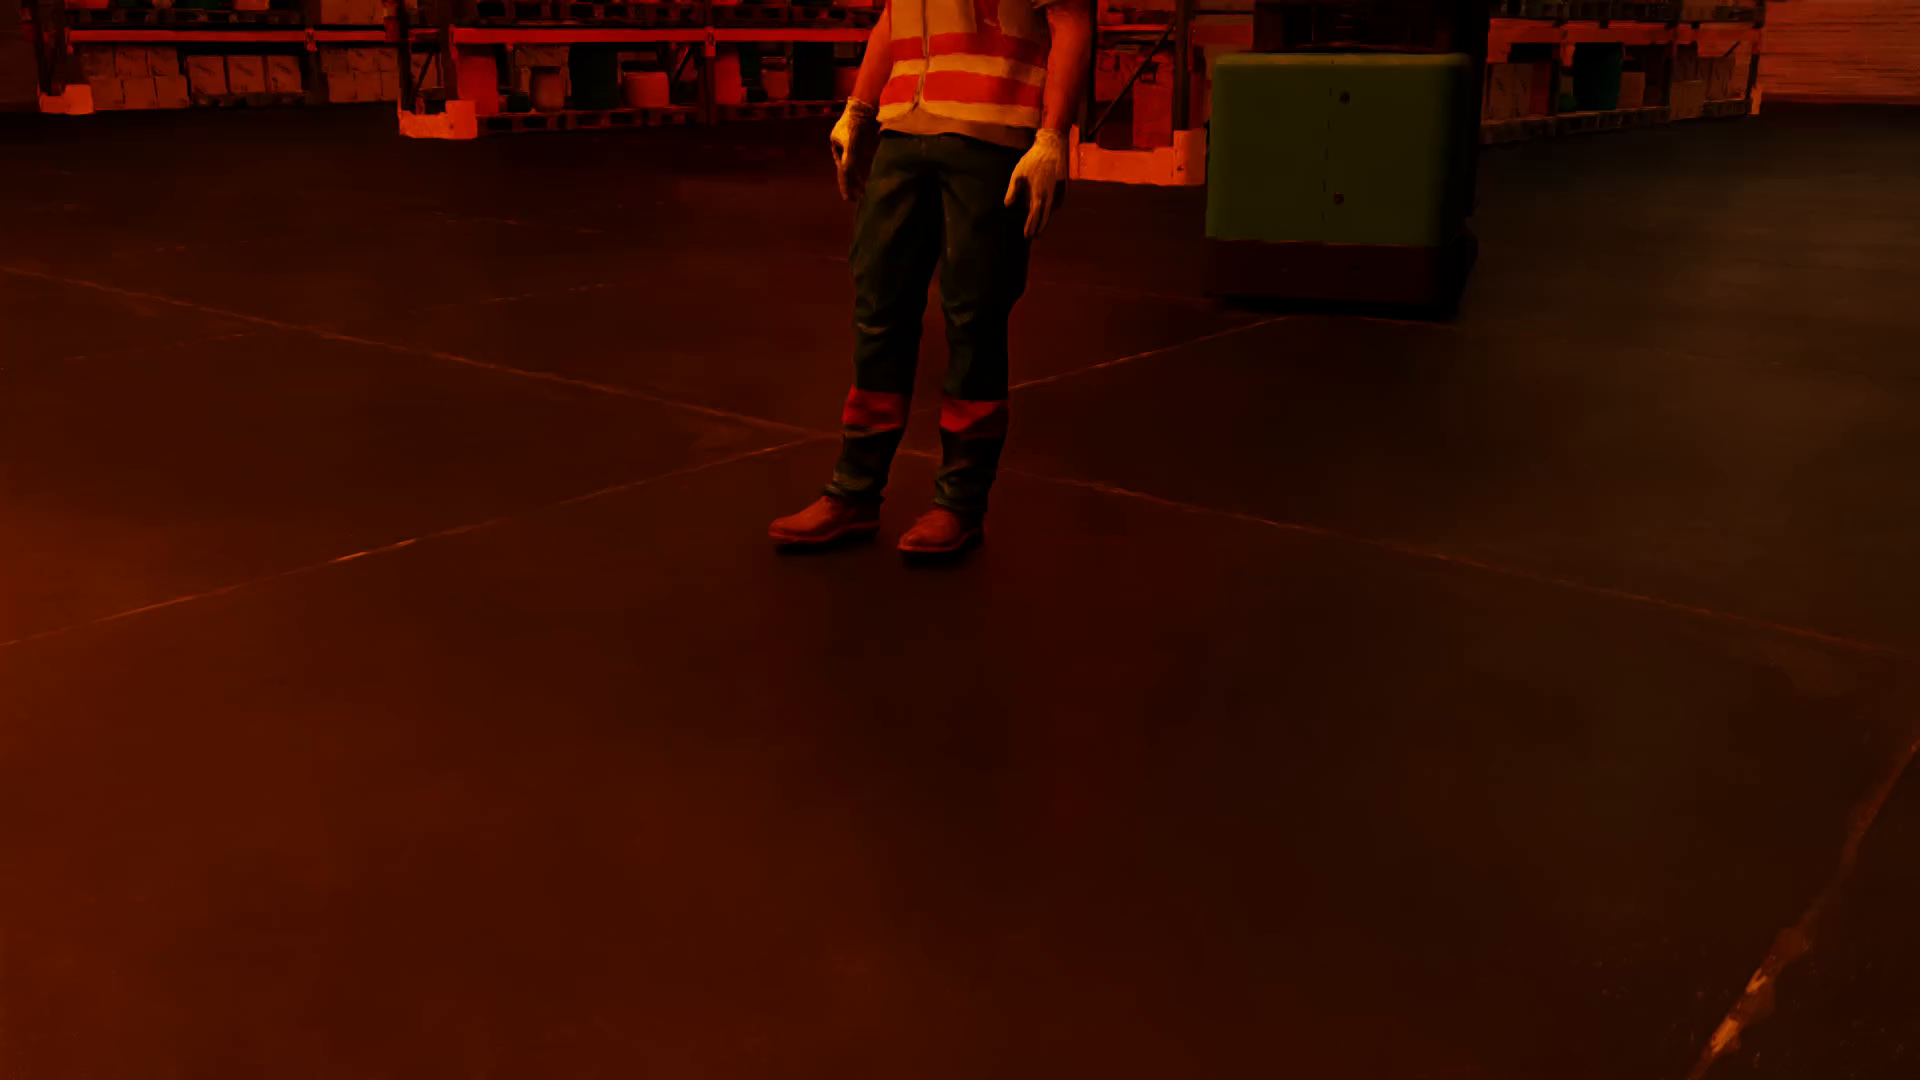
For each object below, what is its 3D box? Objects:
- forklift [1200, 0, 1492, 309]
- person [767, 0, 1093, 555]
[{"bbox_3d":[2.023,-2.771,8.022,1.130,2.935,3.031,6,18,19],"label":"forklift"},{"bbox_3d":[-0.060,-0.847,3.627,0.637,1.787,0.563,13,21,37],"label":"person"}]
